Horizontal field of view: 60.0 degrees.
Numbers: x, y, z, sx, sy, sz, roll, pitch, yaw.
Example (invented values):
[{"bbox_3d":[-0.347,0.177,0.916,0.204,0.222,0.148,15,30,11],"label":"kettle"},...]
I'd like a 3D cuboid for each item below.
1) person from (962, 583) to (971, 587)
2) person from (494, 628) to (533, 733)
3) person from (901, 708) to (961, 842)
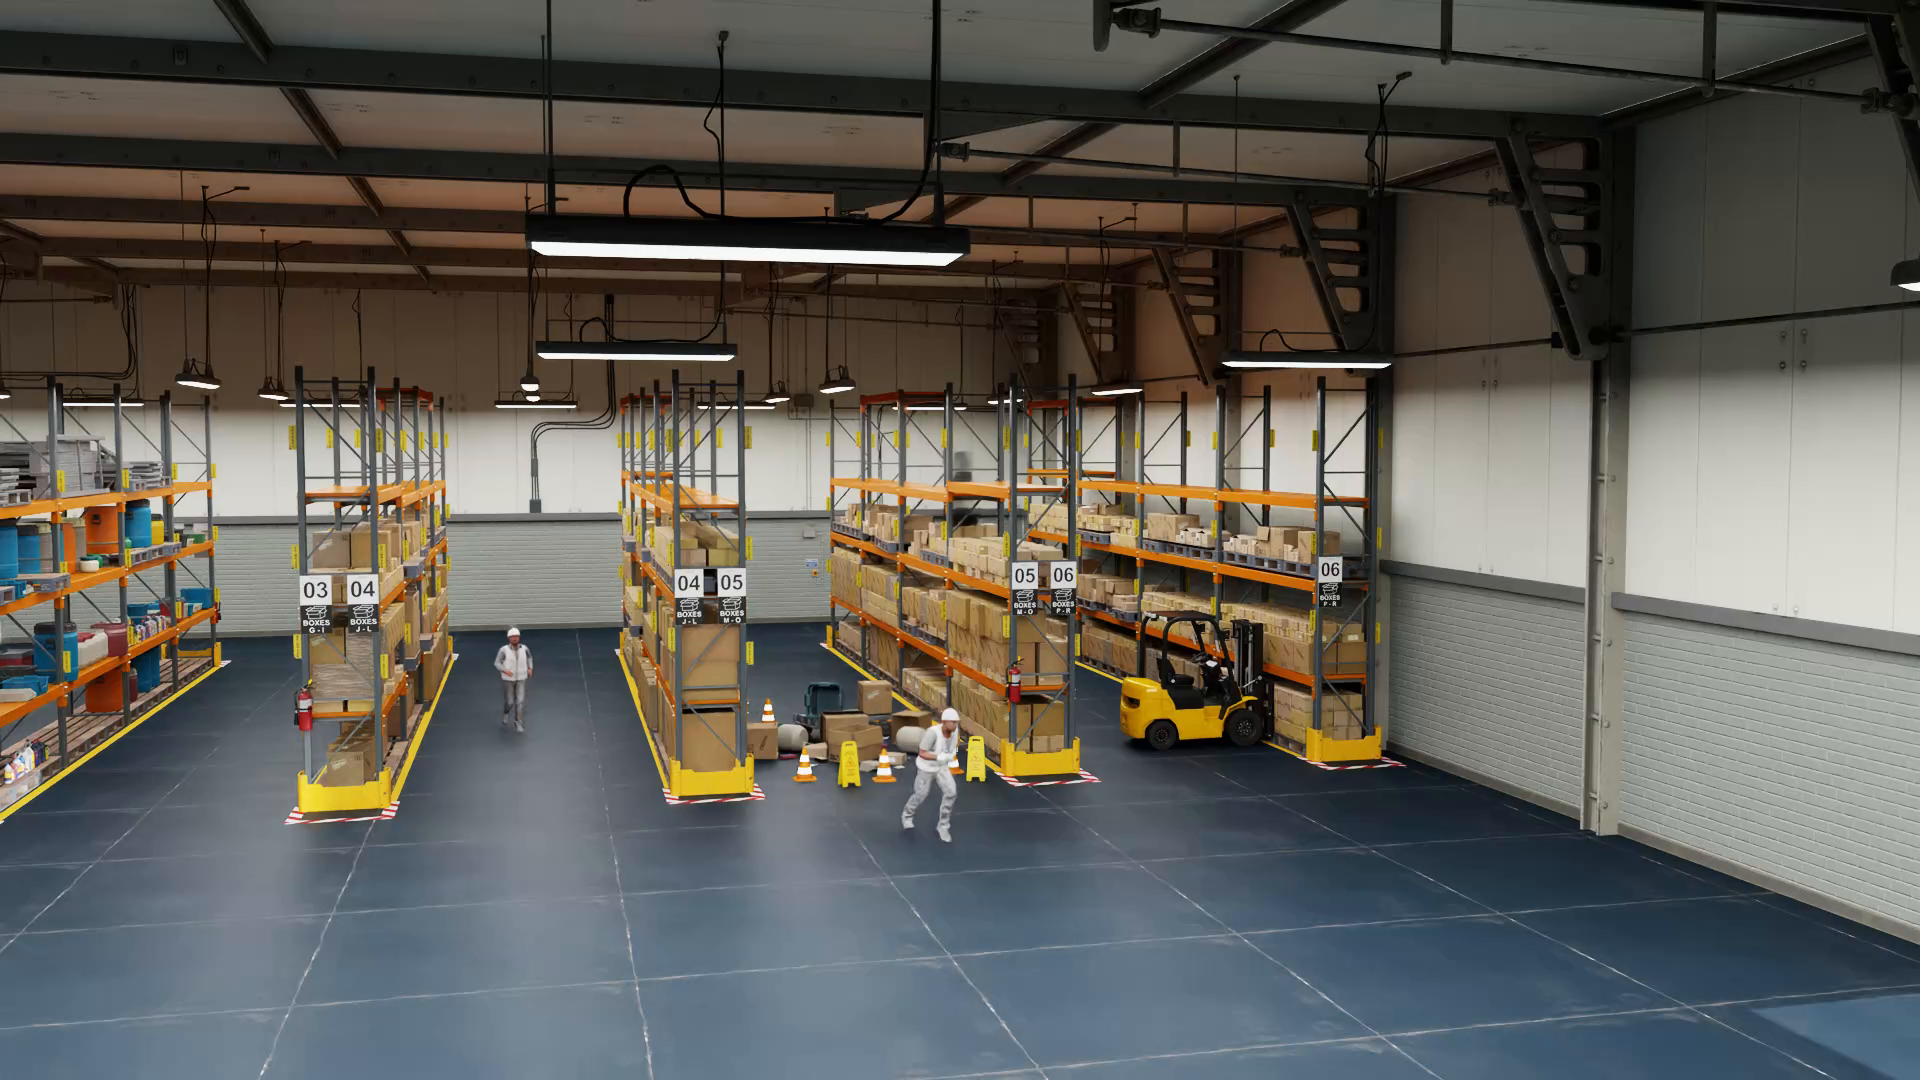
[{"bbox_3d":[0.166,1.818,39.089,0.600,1.740,0.782,-3,4,-37],"label":"person"},{"bbox_3d":[-7.713,2.409,28.788,0.683,1.775,0.794,-2,4,-28],"label":"person"},{"bbox_3d":[-0.352,2.940,20.983,0.727,1.721,1.013,-3,5,-45],"label":"person"}]
